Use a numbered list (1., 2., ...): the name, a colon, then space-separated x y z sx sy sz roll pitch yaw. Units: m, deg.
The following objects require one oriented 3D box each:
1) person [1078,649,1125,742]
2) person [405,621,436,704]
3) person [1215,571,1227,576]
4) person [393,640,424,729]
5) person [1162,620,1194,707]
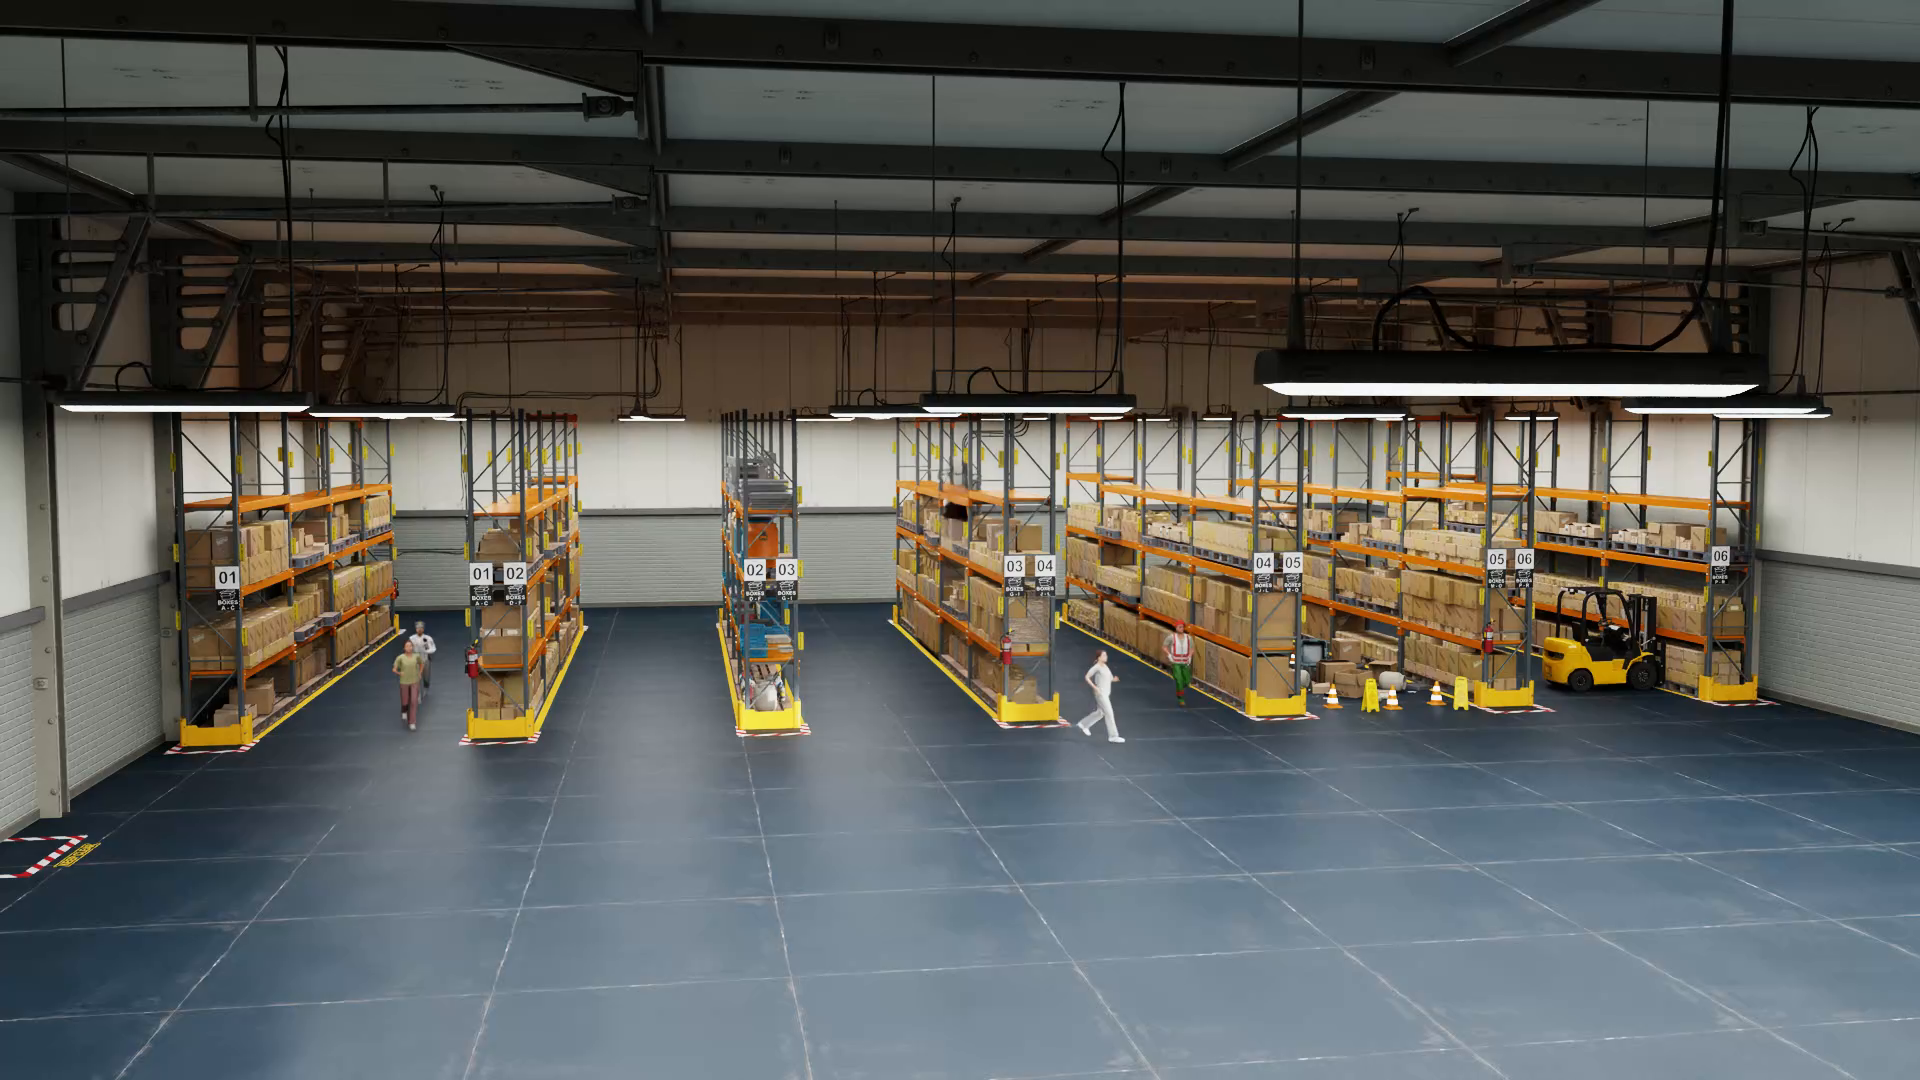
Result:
1. person: 2.540 2.782 29.924 0.964 1.647 0.569 2 4 27
2. person: -11.091 2.494 34.172 0.624 1.669 0.875 -1 4 -14
3. person: 8.082 1.401 50.771 0.664 1.694 0.677 1 4 9
4. person: -10.358 2.702 31.290 0.582 1.637 0.886 -2 4 -24
5. person: 4.443 2.496 33.743 0.663 1.758 0.714 -1 4 -8
